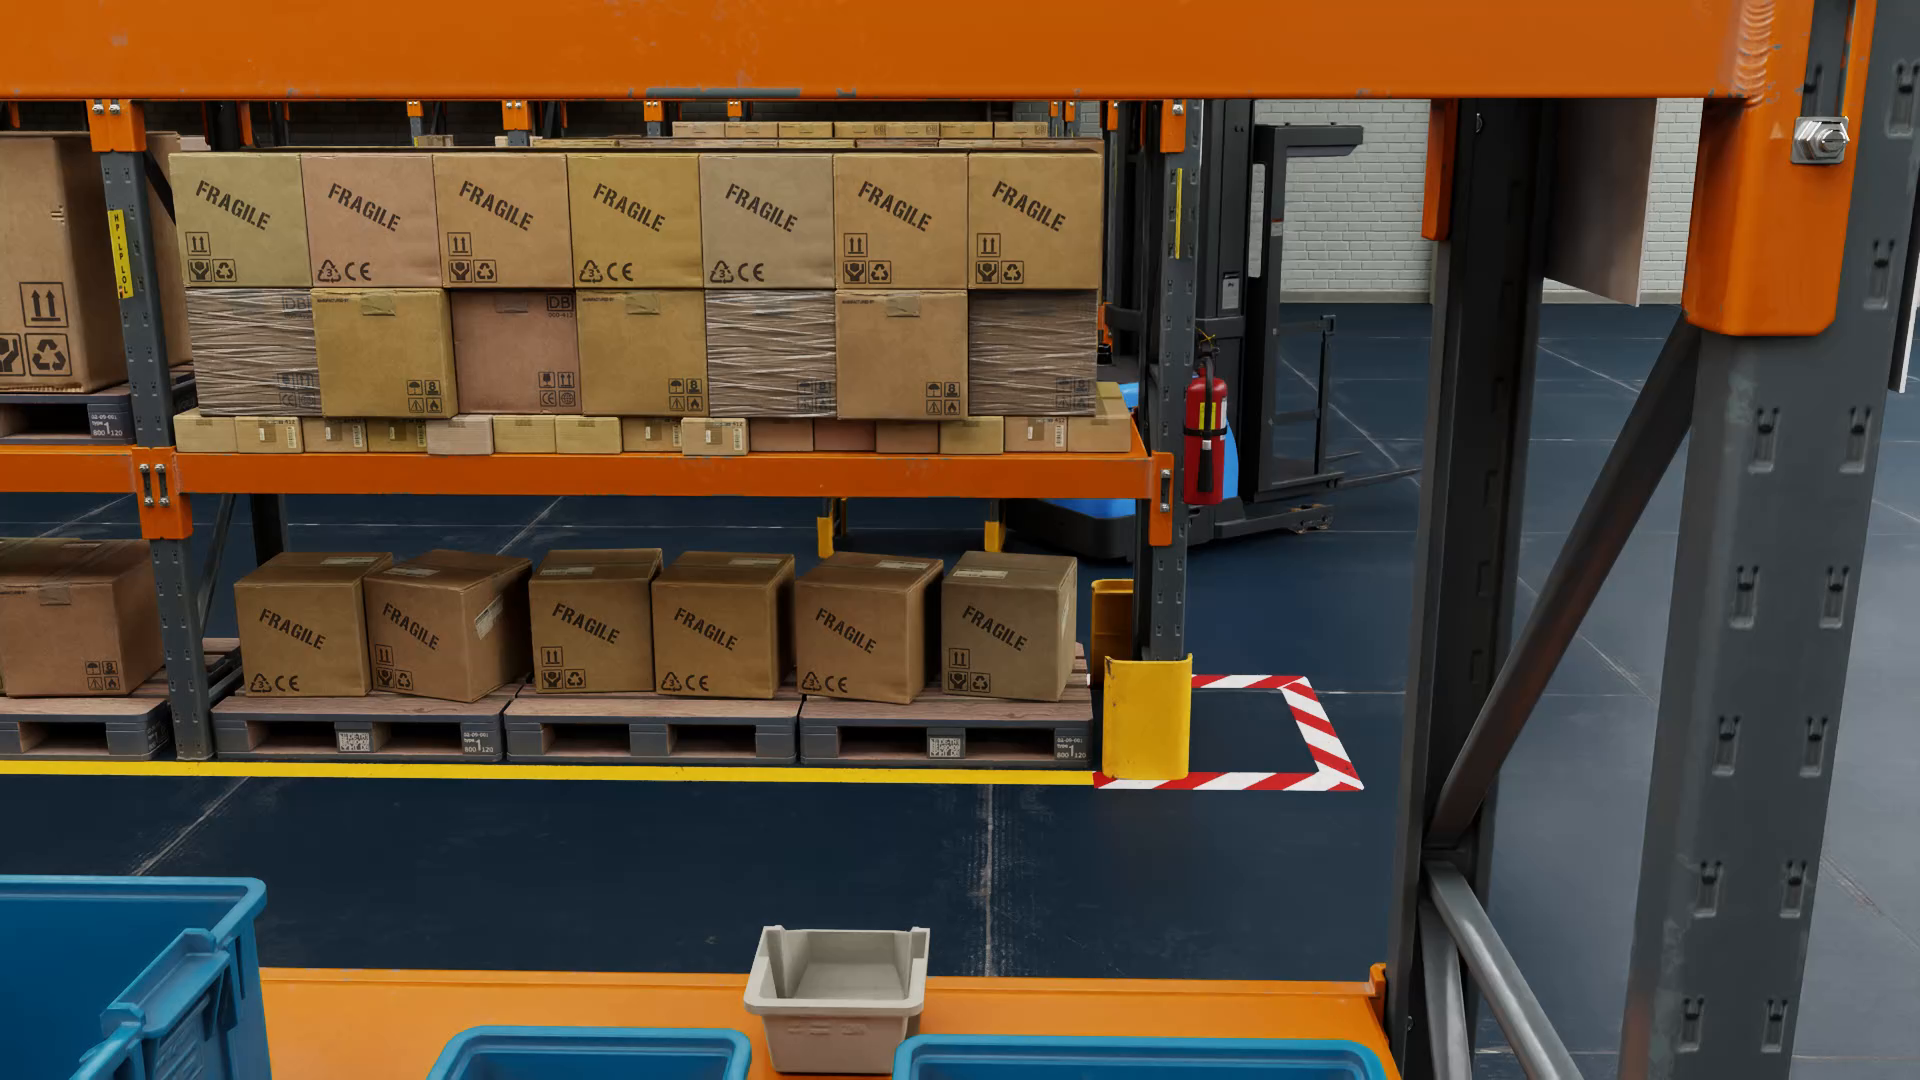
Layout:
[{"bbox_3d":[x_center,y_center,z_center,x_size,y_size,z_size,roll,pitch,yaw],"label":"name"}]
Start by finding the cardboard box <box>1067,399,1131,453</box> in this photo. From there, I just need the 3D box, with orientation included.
[{"bbox_3d":[0.550,-0.462,6.703,0.250,0.149,0.380,0,15,1],"label":"cardboard box"}]

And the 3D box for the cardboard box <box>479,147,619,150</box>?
[{"bbox_3d":[-1.702,-1.397,7.015,0.500,0.500,0.500,0,15,1],"label":"cardboard box"}]

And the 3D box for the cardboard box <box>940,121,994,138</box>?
[{"bbox_3d":[0.072,-3.790,16.086,0.500,0.500,0.700,1,15,2],"label":"cardboard box"}]

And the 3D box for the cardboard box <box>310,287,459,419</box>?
[{"bbox_3d":[-2.211,-0.821,6.794,0.500,0.500,0.875,0,15,1],"label":"cardboard box"}]

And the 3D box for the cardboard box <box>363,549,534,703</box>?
[{"bbox_3d":[-2.186,0.360,7.172,0.500,0.500,0.500,5,16,19],"label":"cardboard box"}]

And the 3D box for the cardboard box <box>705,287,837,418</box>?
[{"bbox_3d":[-0.710,-0.824,6.803,0.500,0.500,0.875,0,15,1],"label":"cardboard box"}]

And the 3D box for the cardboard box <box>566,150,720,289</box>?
[{"bbox_3d":[-1.215,-1.261,6.502,0.500,0.500,0.500,0,15,1],"label":"cardboard box"}]

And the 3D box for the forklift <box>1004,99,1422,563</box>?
[{"bbox_3d":[1.776,-1.554,10.486,3.031,2.935,1.130,-10,18,-33],"label":"forklift"}]

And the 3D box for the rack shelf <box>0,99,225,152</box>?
[{"bbox_3d":[-5.157,-1.776,6.721,4.000,0.370,1.077,0,15,1],"label":"rack shelf"}]

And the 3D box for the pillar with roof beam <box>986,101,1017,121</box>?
[{"bbox_3d":[0.434,-6.465,17.202,0.400,9.000,9.100,0,15,1],"label":"pillar with roof beam"}]

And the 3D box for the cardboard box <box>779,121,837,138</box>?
[{"bbox_3d":[-1.459,-3.786,16.070,0.500,0.500,0.700,0,15,0],"label":"cardboard box"}]

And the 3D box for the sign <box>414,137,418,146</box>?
[{"bbox_3d":[-6.785,-4.862,20.776,0.005,0.325,0.100,0,15,1],"label":"sign"}]

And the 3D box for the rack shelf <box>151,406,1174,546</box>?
[{"bbox_3d":[-1.159,-0.299,7.005,4.000,0.370,1.077,0,15,1],"label":"rack shelf"}]

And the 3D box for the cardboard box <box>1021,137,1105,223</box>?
[{"bbox_3d":[0.698,-2.505,11.545,0.550,0.550,0.875,0,15,1],"label":"cardboard box"}]

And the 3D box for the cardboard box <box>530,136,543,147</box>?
[{"bbox_3d":[-4.062,-3.843,16.152,0.250,0.149,0.380,0,15,0],"label":"cardboard box"}]

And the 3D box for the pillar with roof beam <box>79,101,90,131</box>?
[{"bbox_3d":[-11.562,-6.543,17.499,0.400,9.000,9.100,0,15,1],"label":"pillar with roof beam"}]

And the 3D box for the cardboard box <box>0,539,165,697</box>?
[{"bbox_3d":[-3.771,0.326,7.261,0.500,0.500,0.700,-1,15,-3],"label":"cardboard box"}]

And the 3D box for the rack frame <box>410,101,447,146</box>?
[{"bbox_3d":[-6.781,-4.479,21.438,0.127,3.000,1.000,0,15,1],"label":"rack frame"}]

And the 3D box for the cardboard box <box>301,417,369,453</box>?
[{"bbox_3d":[-2.451,-0.461,6.700,0.250,0.149,0.380,0,15,1],"label":"cardboard box"}]

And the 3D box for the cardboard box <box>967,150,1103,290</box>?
[{"bbox_3d":[0.284,-1.250,6.460,0.500,0.500,0.500,0,15,1],"label":"cardboard box"}]

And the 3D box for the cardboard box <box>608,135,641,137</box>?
[{"bbox_3d":[-3.366,-3.990,16.708,0.250,0.149,0.380,0,15,1],"label":"cardboard box"}]

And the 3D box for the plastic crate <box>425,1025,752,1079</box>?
[{"bbox_3d":[-0.443,0.768,1.840,0.408,0.251,0.499,0,15,1],"label":"plastic crate"}]

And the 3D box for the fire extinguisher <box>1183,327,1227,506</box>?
[{"bbox_3d":[0.943,-0.478,6.425,0.183,0.674,0.296,0,15,1],"label":"fire extinguisher"}]

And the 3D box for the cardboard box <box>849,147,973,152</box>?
[{"bbox_3d":[-0.202,-1.388,6.981,0.500,0.500,0.500,0,15,1],"label":"cardboard box"}]

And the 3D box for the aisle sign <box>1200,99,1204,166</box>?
[{"bbox_3d":[0.895,-1.814,6.240,0.004,0.787,0.394,0,15,1],"label":"aisle sign"}]

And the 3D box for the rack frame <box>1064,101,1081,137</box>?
[{"bbox_3d":[1.094,-3.161,16.443,0.127,3.000,1.000,0,15,1],"label":"rack frame"}]

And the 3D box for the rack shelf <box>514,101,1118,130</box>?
[{"bbox_3d":[-0.931,-3.014,11.414,4.000,0.370,1.077,0,15,1],"label":"rack shelf"}]

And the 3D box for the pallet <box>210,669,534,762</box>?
[{"bbox_3d":[-2.486,0.683,7.336,1.213,0.211,1.003,0,15,1],"label":"pallet"}]

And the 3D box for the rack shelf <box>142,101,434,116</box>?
[{"bbox_3d":[-8.780,-5.595,21.197,4.000,0.370,1.077,0,15,1],"label":"rack shelf"}]

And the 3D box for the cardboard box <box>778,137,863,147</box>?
[{"bbox_3d":[-0.943,-2.494,11.502,0.500,0.550,0.875,0,15,1],"label":"cardboard box"}]

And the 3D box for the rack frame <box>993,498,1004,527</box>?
[{"bbox_3d":[0.232,-0.663,9.911,0.032,1.500,0.500,1,15,5],"label":"rack frame"}]

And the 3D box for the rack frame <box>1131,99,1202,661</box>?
[{"bbox_3d":[0.841,-0.634,6.864,0.127,3.000,1.000,0,15,1],"label":"rack frame"}]

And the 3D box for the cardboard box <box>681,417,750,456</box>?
[{"bbox_3d":[-0.952,-0.445,6.639,0.250,0.149,0.380,0,15,1],"label":"cardboard box"}]

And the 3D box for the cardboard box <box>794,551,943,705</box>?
[{"bbox_3d":[-0.382,0.368,7.142,0.500,0.500,0.500,4,15,16],"label":"cardboard box"}]

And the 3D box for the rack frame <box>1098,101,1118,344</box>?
[{"bbox_3d":[1.068,-1.898,11.655,0.127,3.000,1.000,0,15,1],"label":"rack frame"}]

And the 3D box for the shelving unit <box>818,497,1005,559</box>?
[{"bbox_3d":[-0.283,-0.675,9.959,1.083,1.500,0.587,1,15,5],"label":"shelving unit"}]

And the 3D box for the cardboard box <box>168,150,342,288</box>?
[{"bbox_3d":[-2.715,-1.268,6.527,0.500,0.500,0.500,0,15,1],"label":"cardboard box"}]

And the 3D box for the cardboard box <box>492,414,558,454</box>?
[{"bbox_3d":[-1.701,-0.459,6.691,0.250,0.149,0.380,0,15,1],"label":"cardboard box"}]

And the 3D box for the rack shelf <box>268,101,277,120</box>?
[{"bbox_3d":[-8.903,-4.329,16.399,4.000,0.370,1.077,0,15,1],"label":"rack shelf"}]

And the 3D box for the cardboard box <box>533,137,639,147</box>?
[{"bbox_3d":[-2.562,-2.508,11.555,0.550,0.550,0.875,0,15,1],"label":"cardboard box"}]

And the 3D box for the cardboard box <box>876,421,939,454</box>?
[{"bbox_3d":[-0.200,-0.458,6.687,0.250,0.149,0.380,0,15,1],"label":"cardboard box"}]
